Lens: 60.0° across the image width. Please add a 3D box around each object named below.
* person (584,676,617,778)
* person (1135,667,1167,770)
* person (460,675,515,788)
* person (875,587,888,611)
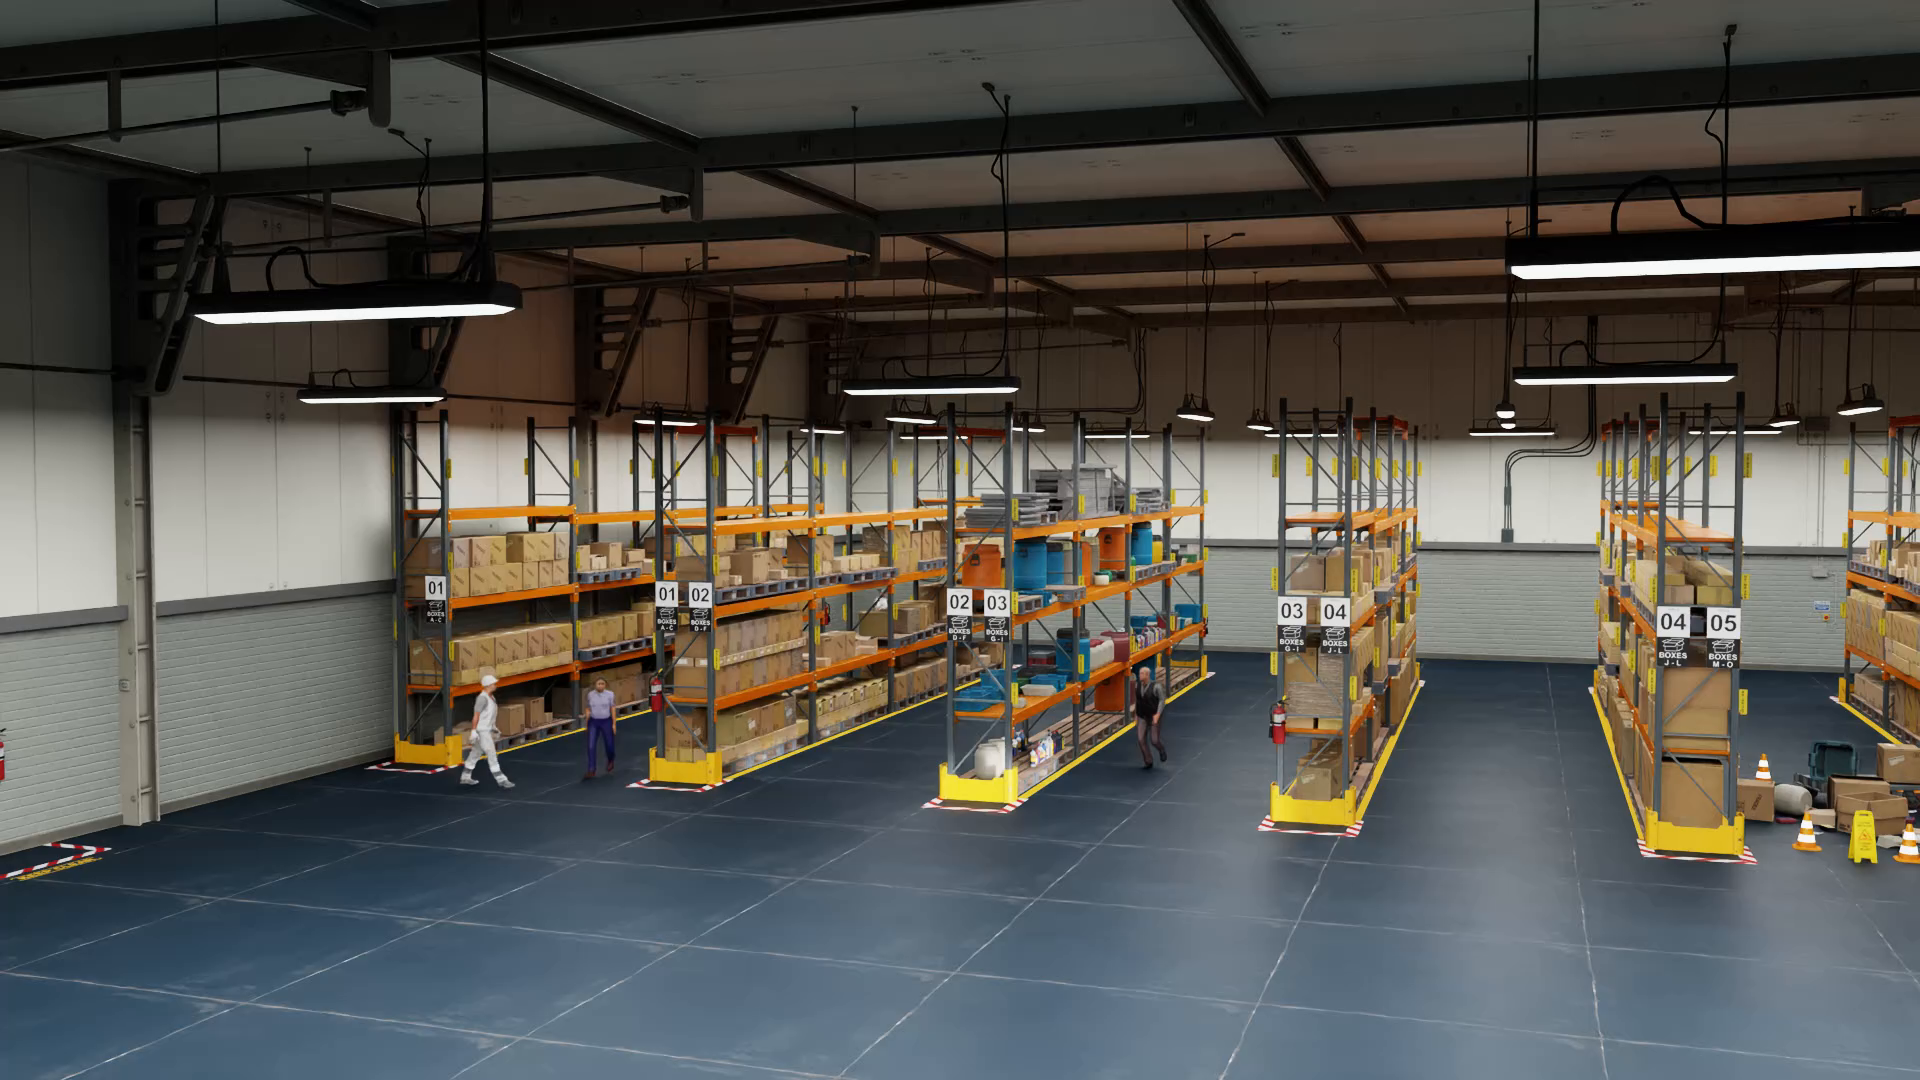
[{"bbox_3d":[-5.849,3.013,27.082,0.509,1.632,0.655,0,2,-5],"label":"person"},{"bbox_3d":[3.183,2.969,27.858,0.597,1.694,0.617,1,3,30],"label":"person"},{"bbox_3d":[-7.403,2.986,26.091,0.966,1.728,0.627,0,2,8],"label":"person"},{"bbox_3d":[-2.090,2.173,45.302,0.439,1.792,0.573,1,3,21],"label":"person"}]
